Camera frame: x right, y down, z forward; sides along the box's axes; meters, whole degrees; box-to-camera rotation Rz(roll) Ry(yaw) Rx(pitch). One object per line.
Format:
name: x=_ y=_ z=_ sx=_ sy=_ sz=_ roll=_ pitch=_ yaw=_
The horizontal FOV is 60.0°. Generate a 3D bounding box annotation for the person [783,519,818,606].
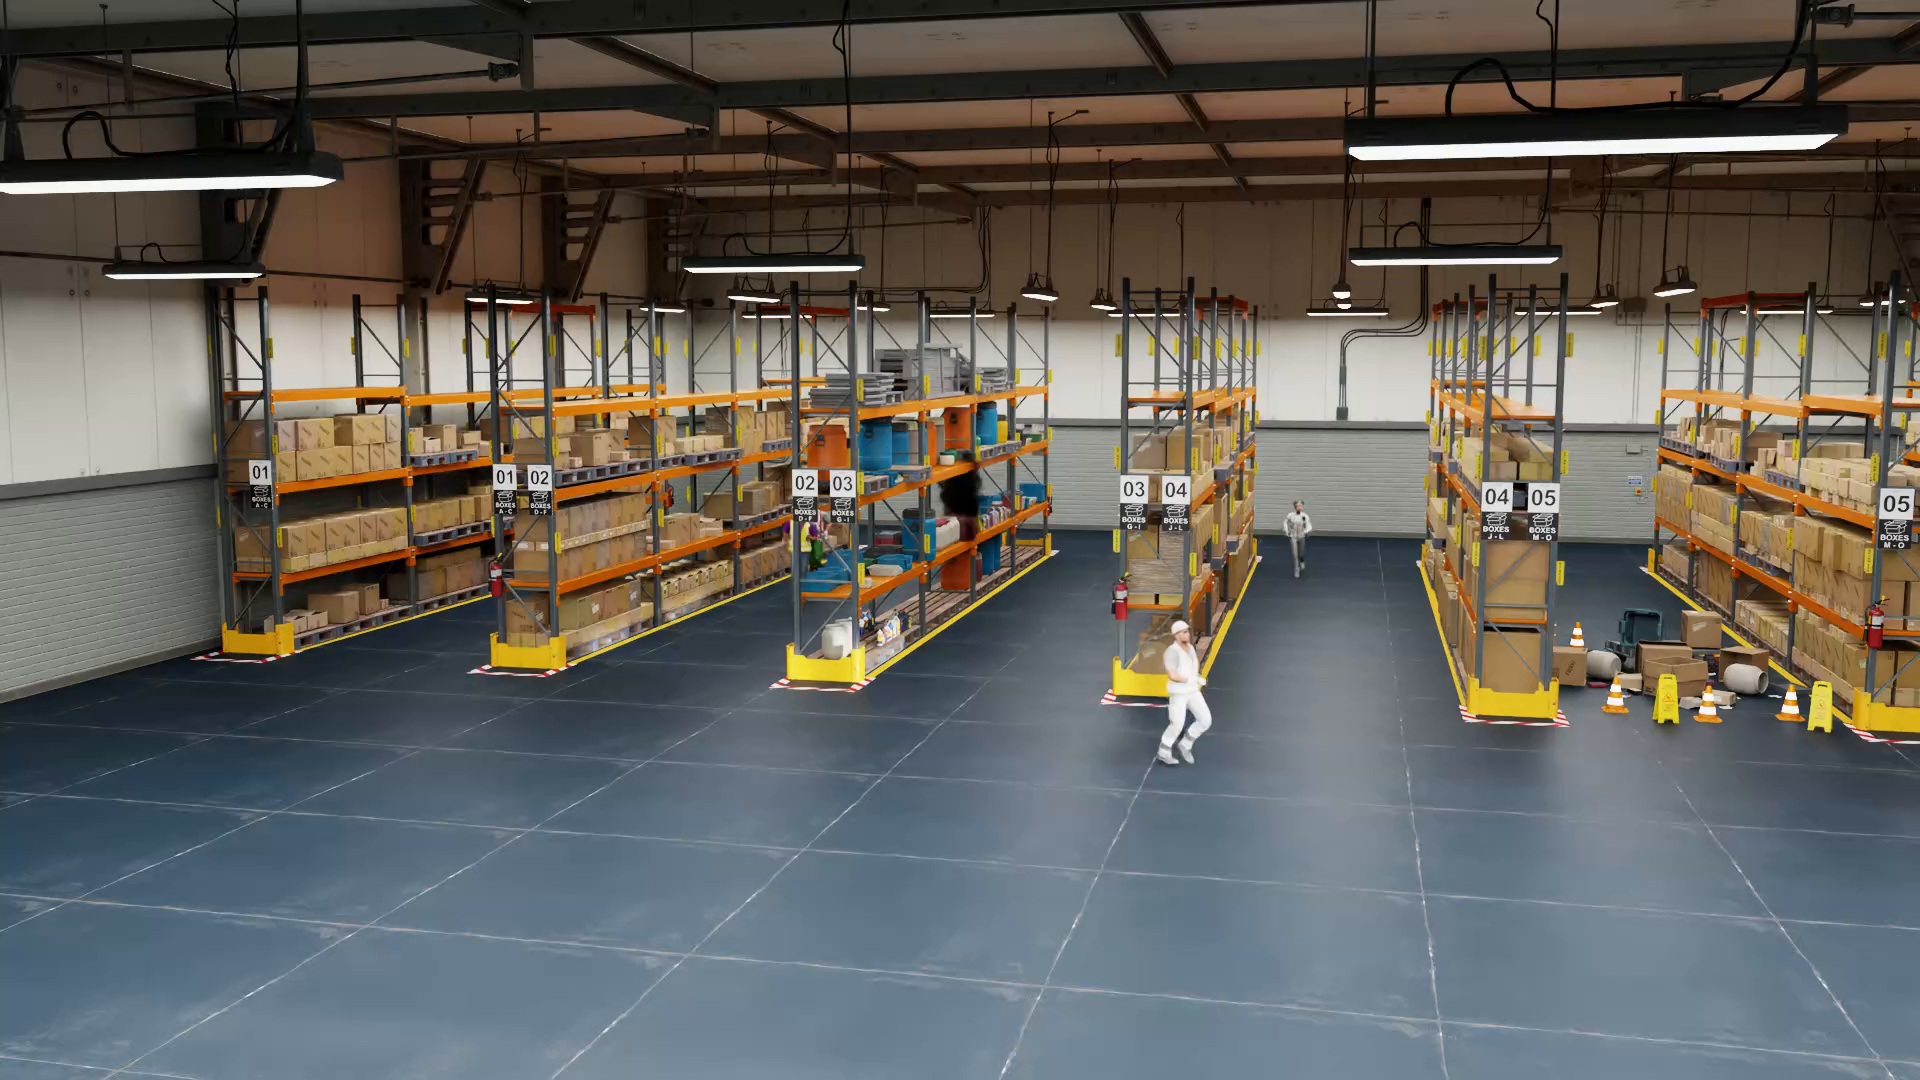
person: x=-2.997 y=0.283 z=31.231 sx=0.672 sy=1.888 sz=0.743 roll=-1 pitch=7 yaw=-4

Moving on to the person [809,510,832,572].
person: x=-2.890 y=0.068 z=32.901 sx=0.631 sy=1.856 sz=0.669 roll=1 pitch=7 yaw=6

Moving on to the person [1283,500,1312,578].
person: x=7.451 y=-0.045 z=36.742 sx=0.624 sy=1.694 sz=0.859 roll=1 pitch=7 yaw=10

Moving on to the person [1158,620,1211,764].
person: x=2.704 y=1.834 z=19.875 sx=0.637 sy=1.754 sz=0.698 roll=-6 pitch=9 yaw=-43
